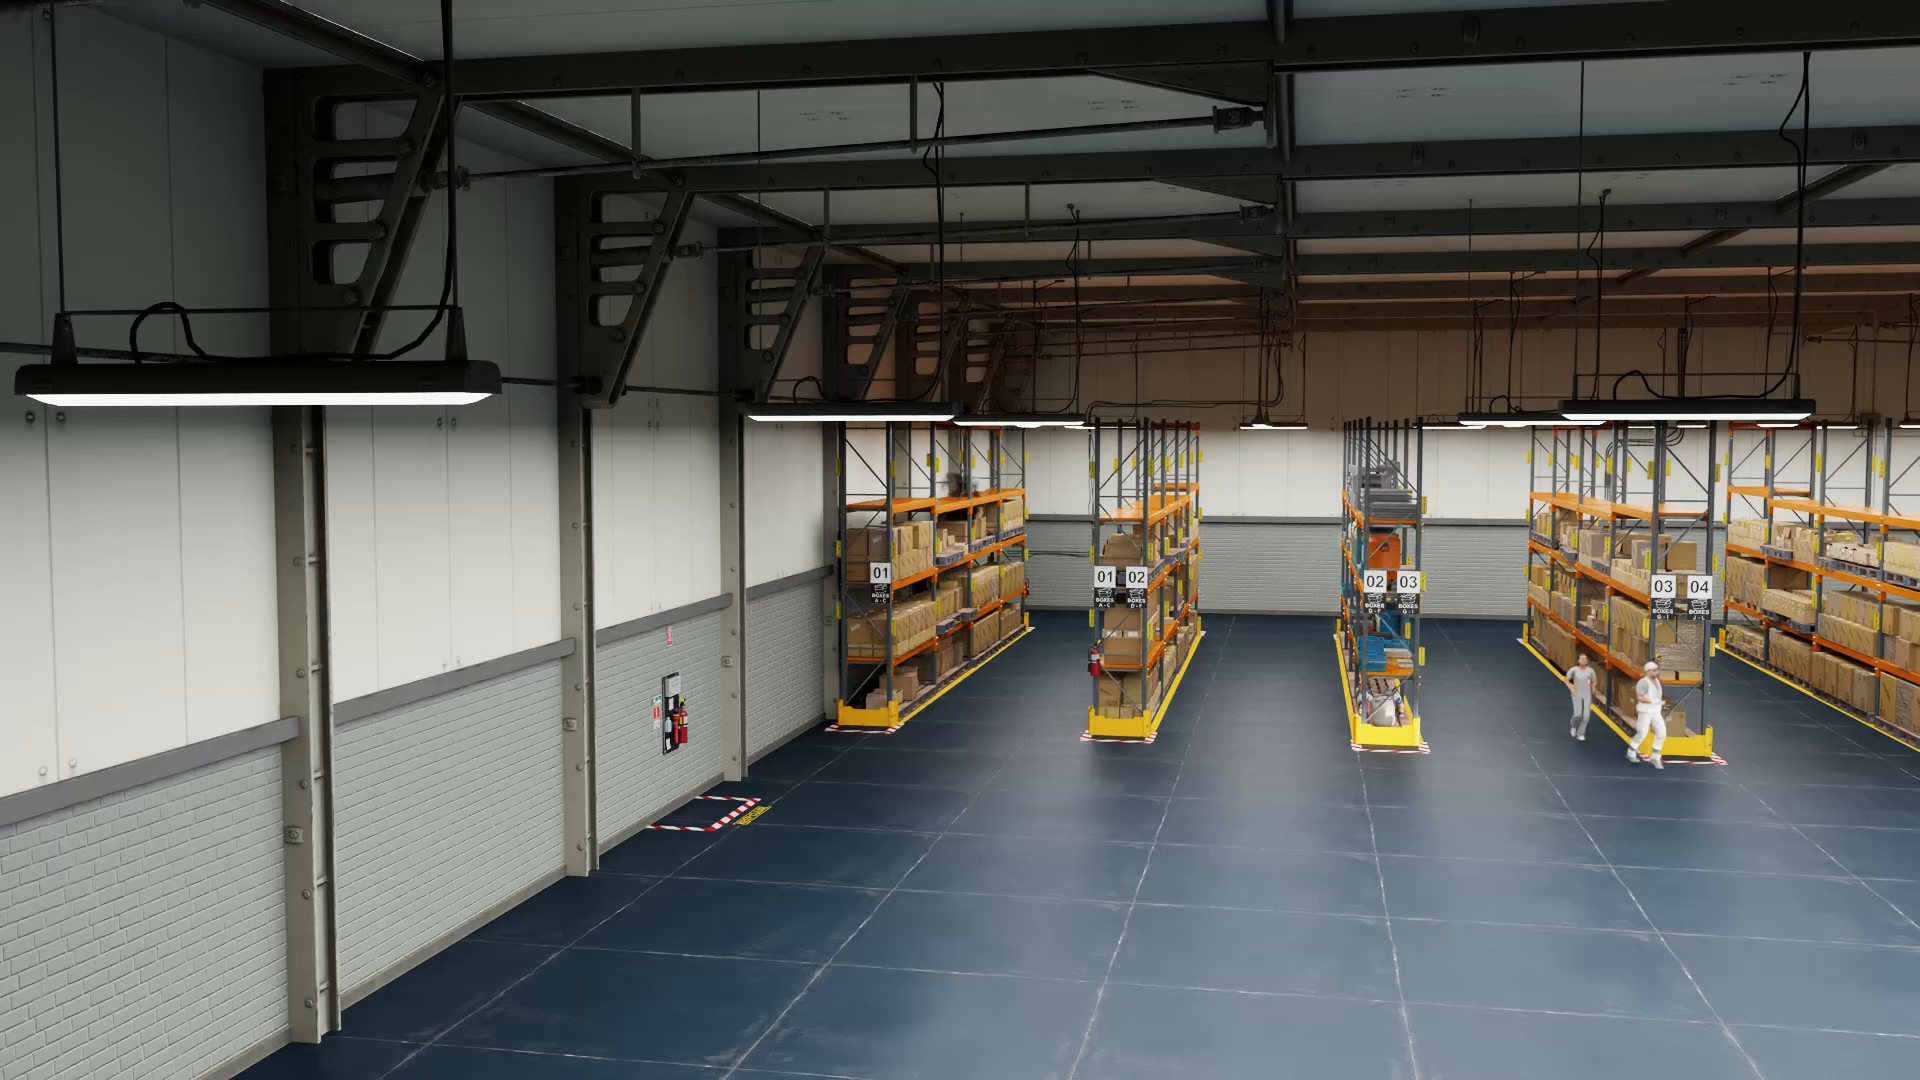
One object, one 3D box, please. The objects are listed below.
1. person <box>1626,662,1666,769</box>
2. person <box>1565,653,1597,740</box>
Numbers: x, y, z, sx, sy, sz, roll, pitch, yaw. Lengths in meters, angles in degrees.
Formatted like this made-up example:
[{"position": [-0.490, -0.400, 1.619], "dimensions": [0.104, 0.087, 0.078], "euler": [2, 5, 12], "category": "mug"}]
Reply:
[{"position": [11.781, 3.000, 28.410], "dimensions": [0.681, 1.858, 0.767], "euler": [-2, 4, -26], "category": "person"}, {"position": [11.526, 2.904, 30.811], "dimensions": [0.559, 1.624, 0.571], "euler": [0, 4, 7], "category": "person"}]
